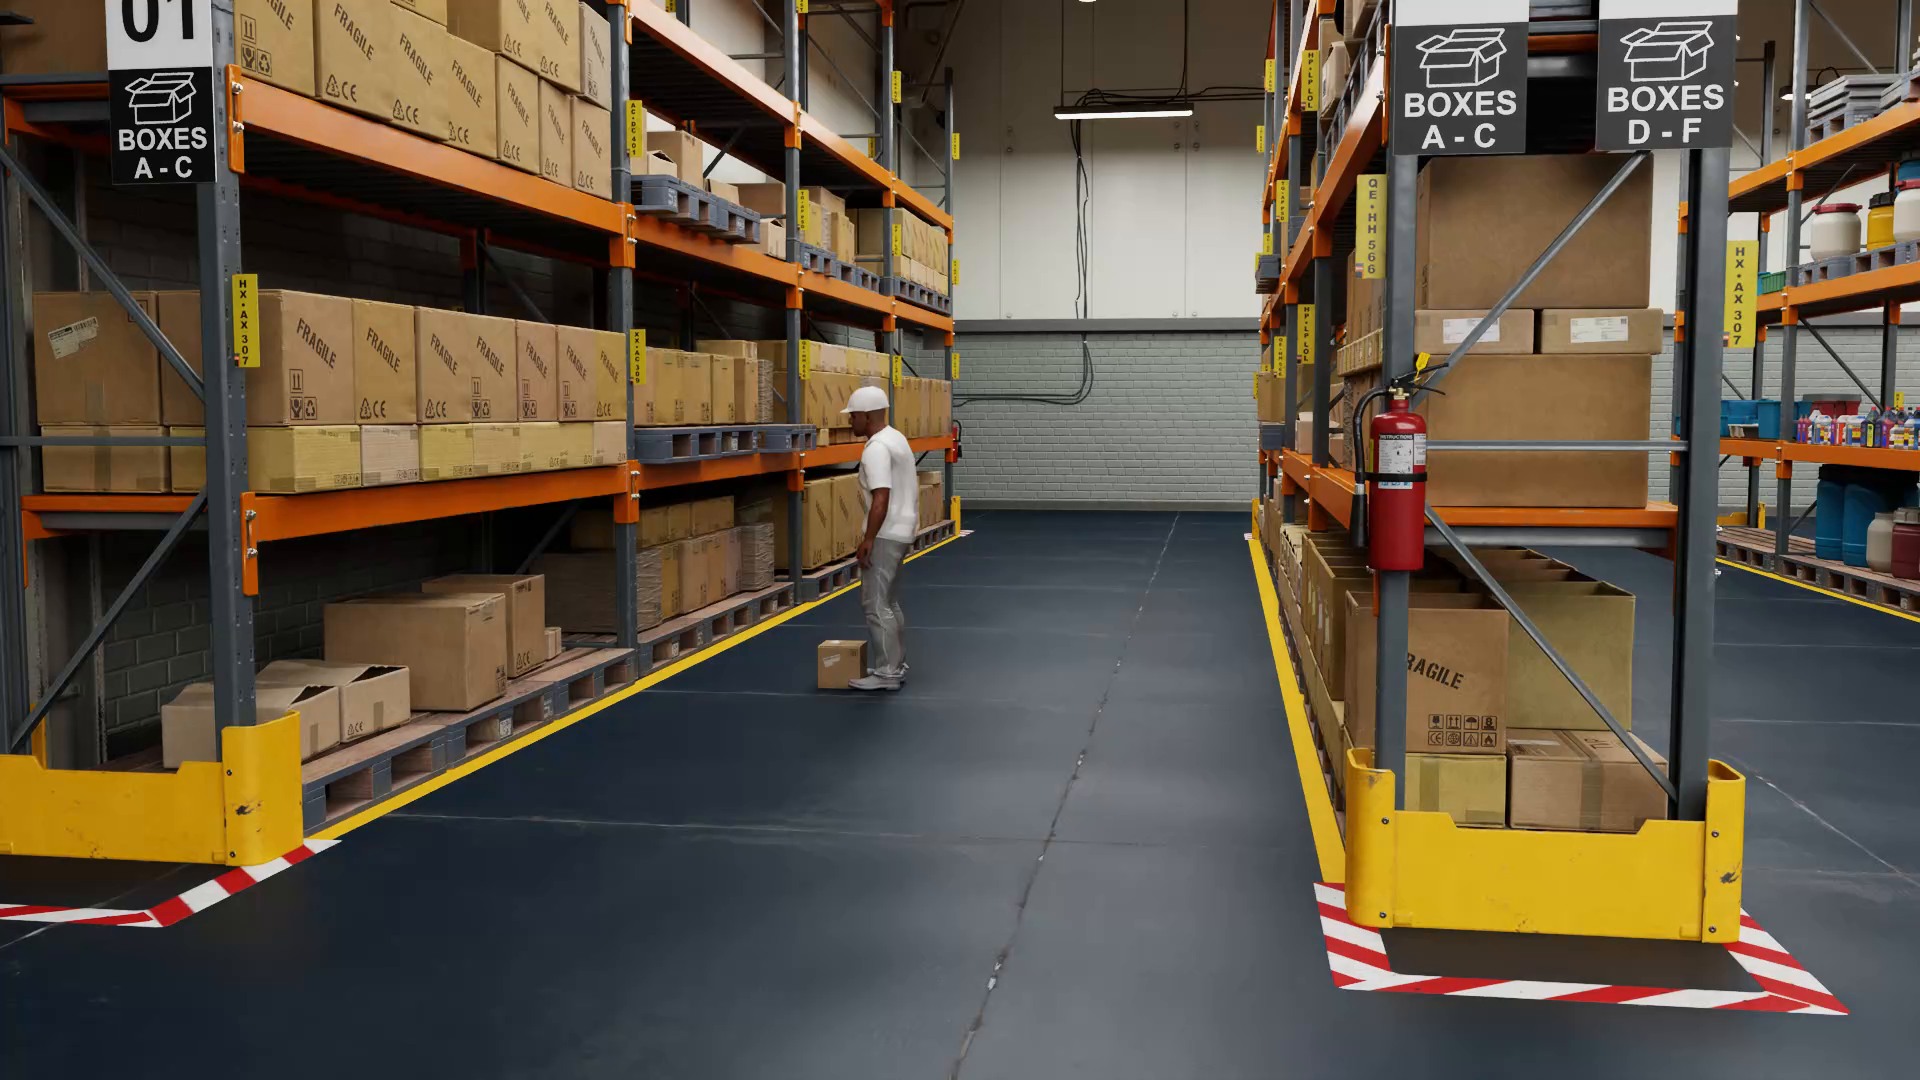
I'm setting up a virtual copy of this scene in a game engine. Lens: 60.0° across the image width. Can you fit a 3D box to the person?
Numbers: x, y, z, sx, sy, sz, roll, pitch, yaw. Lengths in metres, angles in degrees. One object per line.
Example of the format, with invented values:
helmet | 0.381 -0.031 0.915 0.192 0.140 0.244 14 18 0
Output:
person | -0.468 -0.015 9.736 0.458 1.758 0.626 1 4 9
